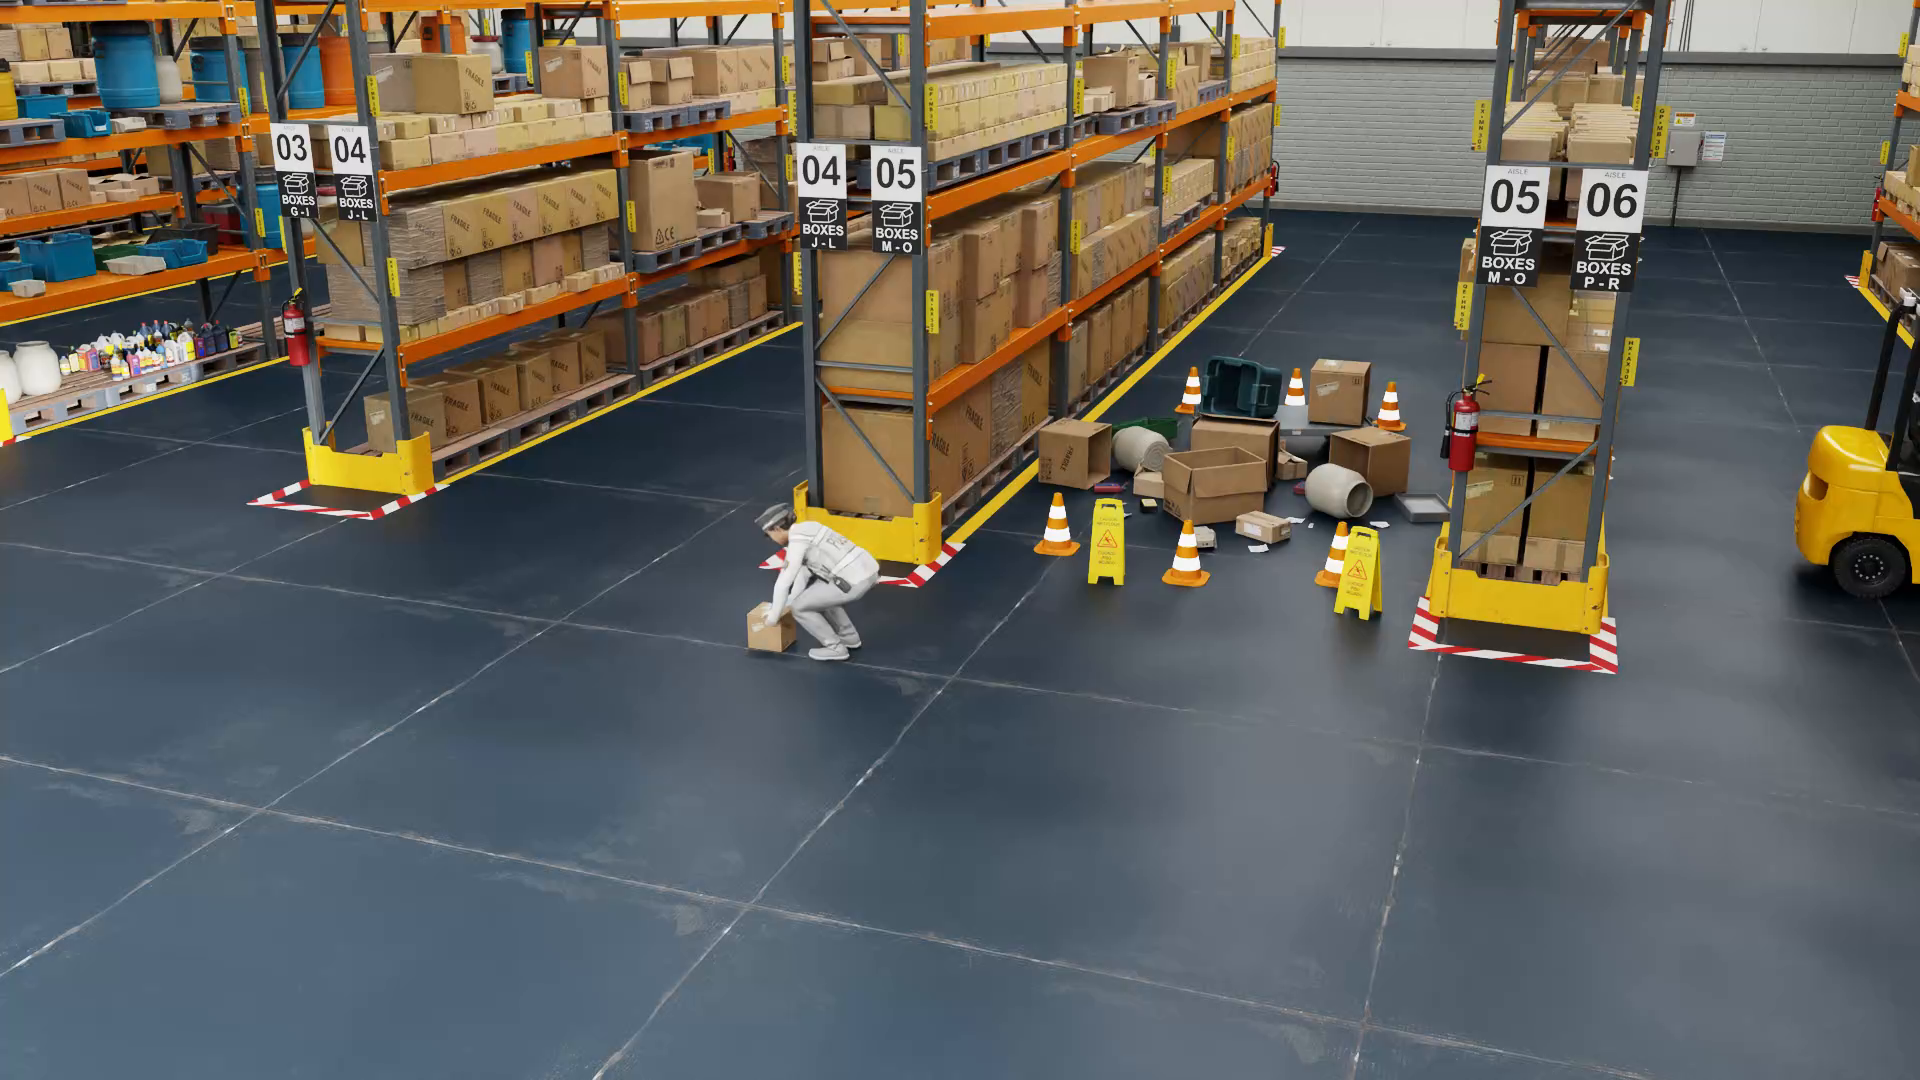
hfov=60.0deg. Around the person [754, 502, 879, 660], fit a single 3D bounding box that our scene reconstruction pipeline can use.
[{"bbox_3d":[-0.973,0.272,11.222,0.832,1.051,0.502,6,20,18],"label":"person"}]
